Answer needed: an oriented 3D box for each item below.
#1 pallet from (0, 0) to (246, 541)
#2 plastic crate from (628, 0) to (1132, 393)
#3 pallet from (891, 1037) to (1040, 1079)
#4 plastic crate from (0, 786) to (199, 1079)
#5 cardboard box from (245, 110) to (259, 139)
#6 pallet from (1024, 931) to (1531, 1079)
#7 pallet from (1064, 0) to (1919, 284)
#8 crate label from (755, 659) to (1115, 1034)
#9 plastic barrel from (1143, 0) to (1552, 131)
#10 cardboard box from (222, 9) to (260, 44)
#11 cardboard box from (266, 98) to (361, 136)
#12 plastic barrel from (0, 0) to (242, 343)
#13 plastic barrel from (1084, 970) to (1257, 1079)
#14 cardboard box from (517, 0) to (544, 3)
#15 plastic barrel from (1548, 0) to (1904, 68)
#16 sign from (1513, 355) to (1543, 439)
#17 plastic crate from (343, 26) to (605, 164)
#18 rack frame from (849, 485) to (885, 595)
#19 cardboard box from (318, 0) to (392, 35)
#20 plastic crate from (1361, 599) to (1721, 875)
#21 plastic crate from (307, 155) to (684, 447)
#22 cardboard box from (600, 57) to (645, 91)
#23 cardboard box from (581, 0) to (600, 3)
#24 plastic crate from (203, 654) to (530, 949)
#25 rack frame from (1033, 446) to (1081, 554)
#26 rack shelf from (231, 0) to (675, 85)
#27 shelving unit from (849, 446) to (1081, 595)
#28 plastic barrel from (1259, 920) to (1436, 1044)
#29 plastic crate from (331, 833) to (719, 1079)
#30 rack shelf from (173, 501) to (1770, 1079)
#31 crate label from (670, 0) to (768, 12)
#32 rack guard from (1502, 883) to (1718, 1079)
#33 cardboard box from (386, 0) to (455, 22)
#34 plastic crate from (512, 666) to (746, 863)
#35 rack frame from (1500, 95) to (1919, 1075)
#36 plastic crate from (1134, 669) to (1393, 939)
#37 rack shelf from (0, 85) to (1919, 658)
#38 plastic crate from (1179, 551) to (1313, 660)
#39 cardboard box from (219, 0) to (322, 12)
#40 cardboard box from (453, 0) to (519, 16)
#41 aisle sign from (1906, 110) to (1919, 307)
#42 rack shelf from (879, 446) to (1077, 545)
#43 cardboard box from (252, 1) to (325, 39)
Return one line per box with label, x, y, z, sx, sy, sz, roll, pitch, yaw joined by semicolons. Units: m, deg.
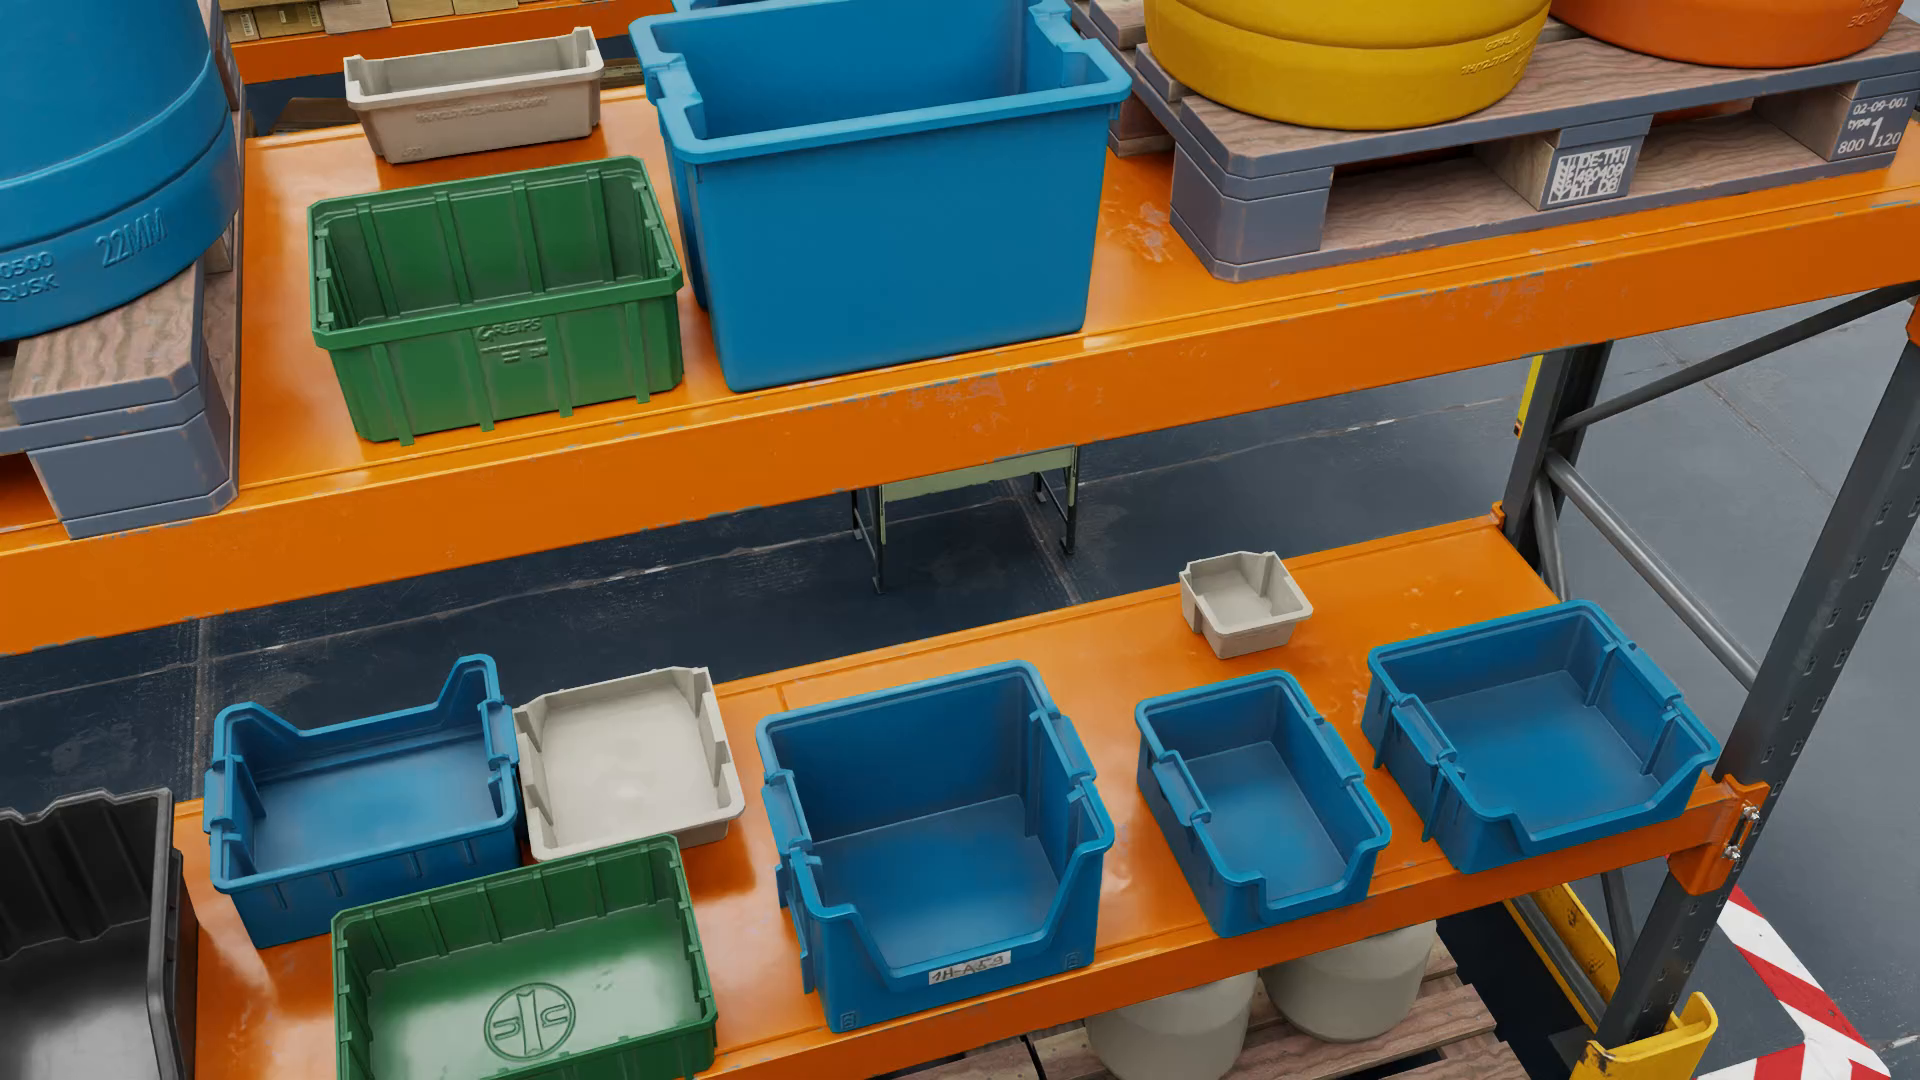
pallet;-1.539;-0.393;2.284;1.003;0.211;1.213;-12;42;-13
plastic crate;-0.111;-0.479;2.251;0.575;0.384;0.392;-12;42;-13
pallet;-0.379;1.569;4.293;1.213;0.211;1.003;-12;42;-13
plastic crate;-1.660;0.869;3.023;0.504;0.338;0.767;-12;42;-13
cardboard box;-3.292;-1.510;7.279;0.500;0.500;0.500;-13;43;-14
pallet;0.783;1.331;4.566;1.213;0.211;1.003;-12;42;-13
pallet;0.799;-0.878;2.838;1.213;0.211;1.003;-12;42;-13
crate label;-0.057;0.599;3.258;0.616;0.435;0.502;-12;42;-13
plastic barrel;0.569;-0.975;2.344;0.600;0.588;0.600;0;41;0
cardboard box;-2.917;-2.106;6.572;0.250;0.149;0.380;-12;42;-13
cardboard box;-2.748;-1.628;7.414;0.500;0.500;0.500;1;41;1
plastic barrel;-1.216;-0.737;1.833;0.708;0.901;0.600;-12;42;-13
plastic barrel;0.535;1.135;4.243;0.421;0.512;0.421;0;41;0
cardboard box;-1.738;-2.381;6.886;0.250;0.149;0.380;-12;42;-13
plastic barrel;1.192;-1.195;2.412;0.708;0.830;0.600;-12;42;-13
sign;1.457;-0.372;4.185;0.005;0.325;0.100;-12;42;-13
plastic crate;-0.788;-0.732;2.728;0.396;0.136;0.243;-12;42;-13
rack frame;-0.343;-0.494;5.675;0.023;1.500;0.400;-12;42;-13
cardboard box;-2.431;-2.185;6.662;0.250;0.149;0.380;-12;42;-13
plastic crate;1.230;0.422;3.601;0.616;0.251;0.499;-12;42;-13
plastic crate;-0.611;-0.321;2.219;0.450;0.188;0.336;-12;42;-13
cardboard box;-1.633;-1.882;7.705;0.500;0.500;0.500;-8;42;-9
cardboard box;-1.479;-2.387;6.893;0.250;0.149;0.380;-12;42;-13
plastic crate;-1.223;0.536;3.469;0.616;0.251;0.499;-12;42;-13
rack frame;0.355;-0.638;5.841;0.023;1.500;0.400;-12;42;-13
rack shelf;-1.778;-2.363;7.222;4.000;0.370;1.077;-12;42;-13
shelving unit;0.006;-0.566;5.758;0.755;1.500;0.431;-12;42;-13
plastic barrel;1.013;1.036;4.357;0.421;0.512;0.421;0;41;0
plastic crate;-0.818;0.858;3.149;0.662;0.188;0.450;-12;42;-13
rack shelf;-0.290;0.745;3.664;4.000;0.370;1.077;-12;42;-13
crate label;-0.267;-0.832;2.756;0.408;0.251;0.502;-12;42;-13
rack guard;1.559;1.065;4.651;0.348;0.500;1.175;-12;42;-13
cardboard box;-2.205;-2.260;6.748;0.250;0.149;0.380;-12;42;-13
plastic crate;-0.725;0.489;3.611;0.437;0.136;0.530;-12;42;-13
rack frame;1.618;0.079;3.880;0.127;3.000;1.000;-12;42;-13
plastic crate;0.609;0.546;3.458;0.408;0.251;0.499;-12;42;-13
rack shelf;-0.290;-0.385;2.677;4.000;0.370;1.077;-12;42;-13
plastic crate;0.668;0.153;3.995;0.250;0.136;0.298;-12;42;-13
cardboard box;-2.750;-2.515;6.547;0.500;0.500;0.875;-12;42;-13
cardboard box;-1.963;-2.303;6.797;0.250;0.149;0.380;-12;42;-13
aisle sign;1.776;-0.728;2.828;0.004;0.787;0.394;-12;42;-13
rack shelf;0.006;-0.321;5.973;0.720;0.370;0.431;-12;42;-13
cardboard box;-2.682;-2.161;6.635;0.250;0.149;0.380;-12;42;-13
